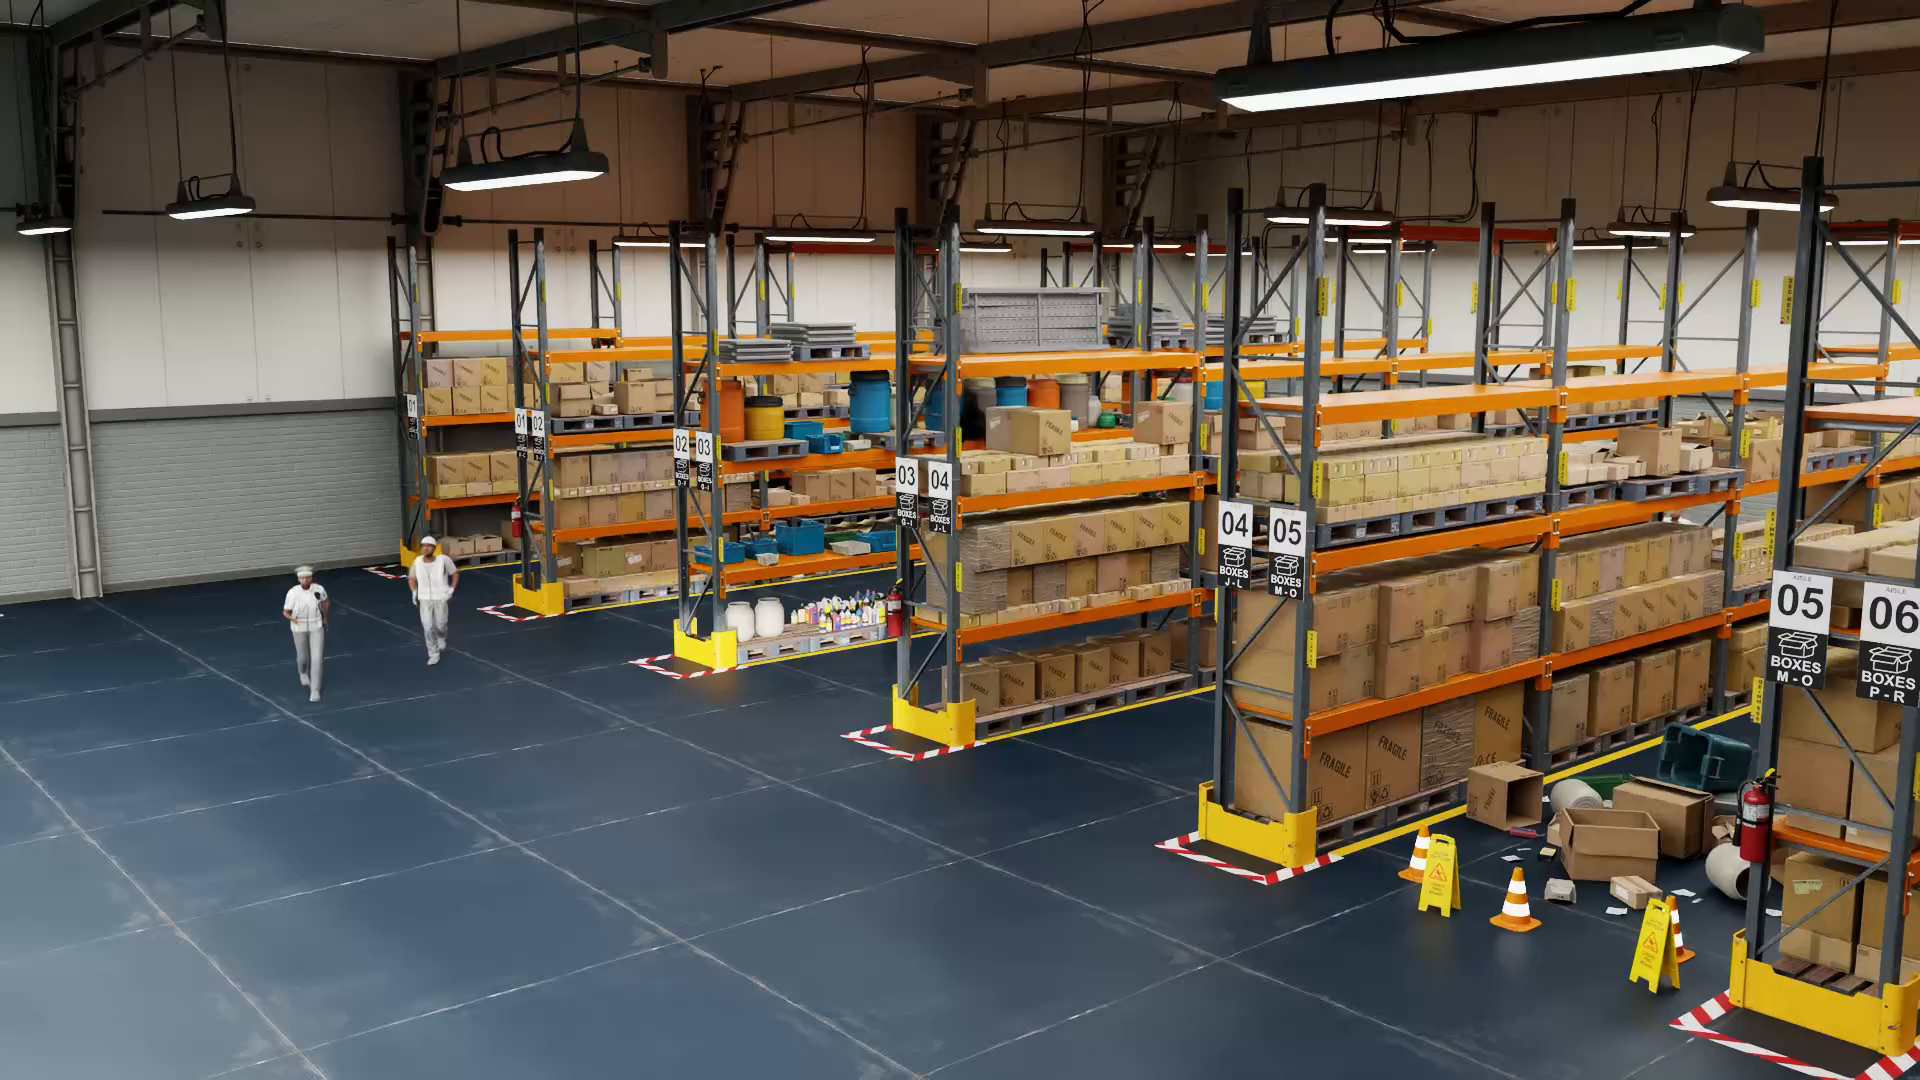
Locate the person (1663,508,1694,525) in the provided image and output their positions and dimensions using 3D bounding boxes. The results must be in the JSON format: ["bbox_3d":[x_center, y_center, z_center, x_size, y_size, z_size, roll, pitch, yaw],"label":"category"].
[{"bbox_3d":[11.318,0.265,26.423,0.703,1.727,0.669,7,11,39],"label":"person"}]

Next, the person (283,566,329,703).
[{"bbox_3d":[-8.218,1.132,20.930,0.538,1.687,0.920,-4,10,-24],"label":"person"}]

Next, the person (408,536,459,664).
[{"bbox_3d":[-7.236,0.808,22.871,0.676,1.748,0.576,-1,9,-6],"label":"person"}]
